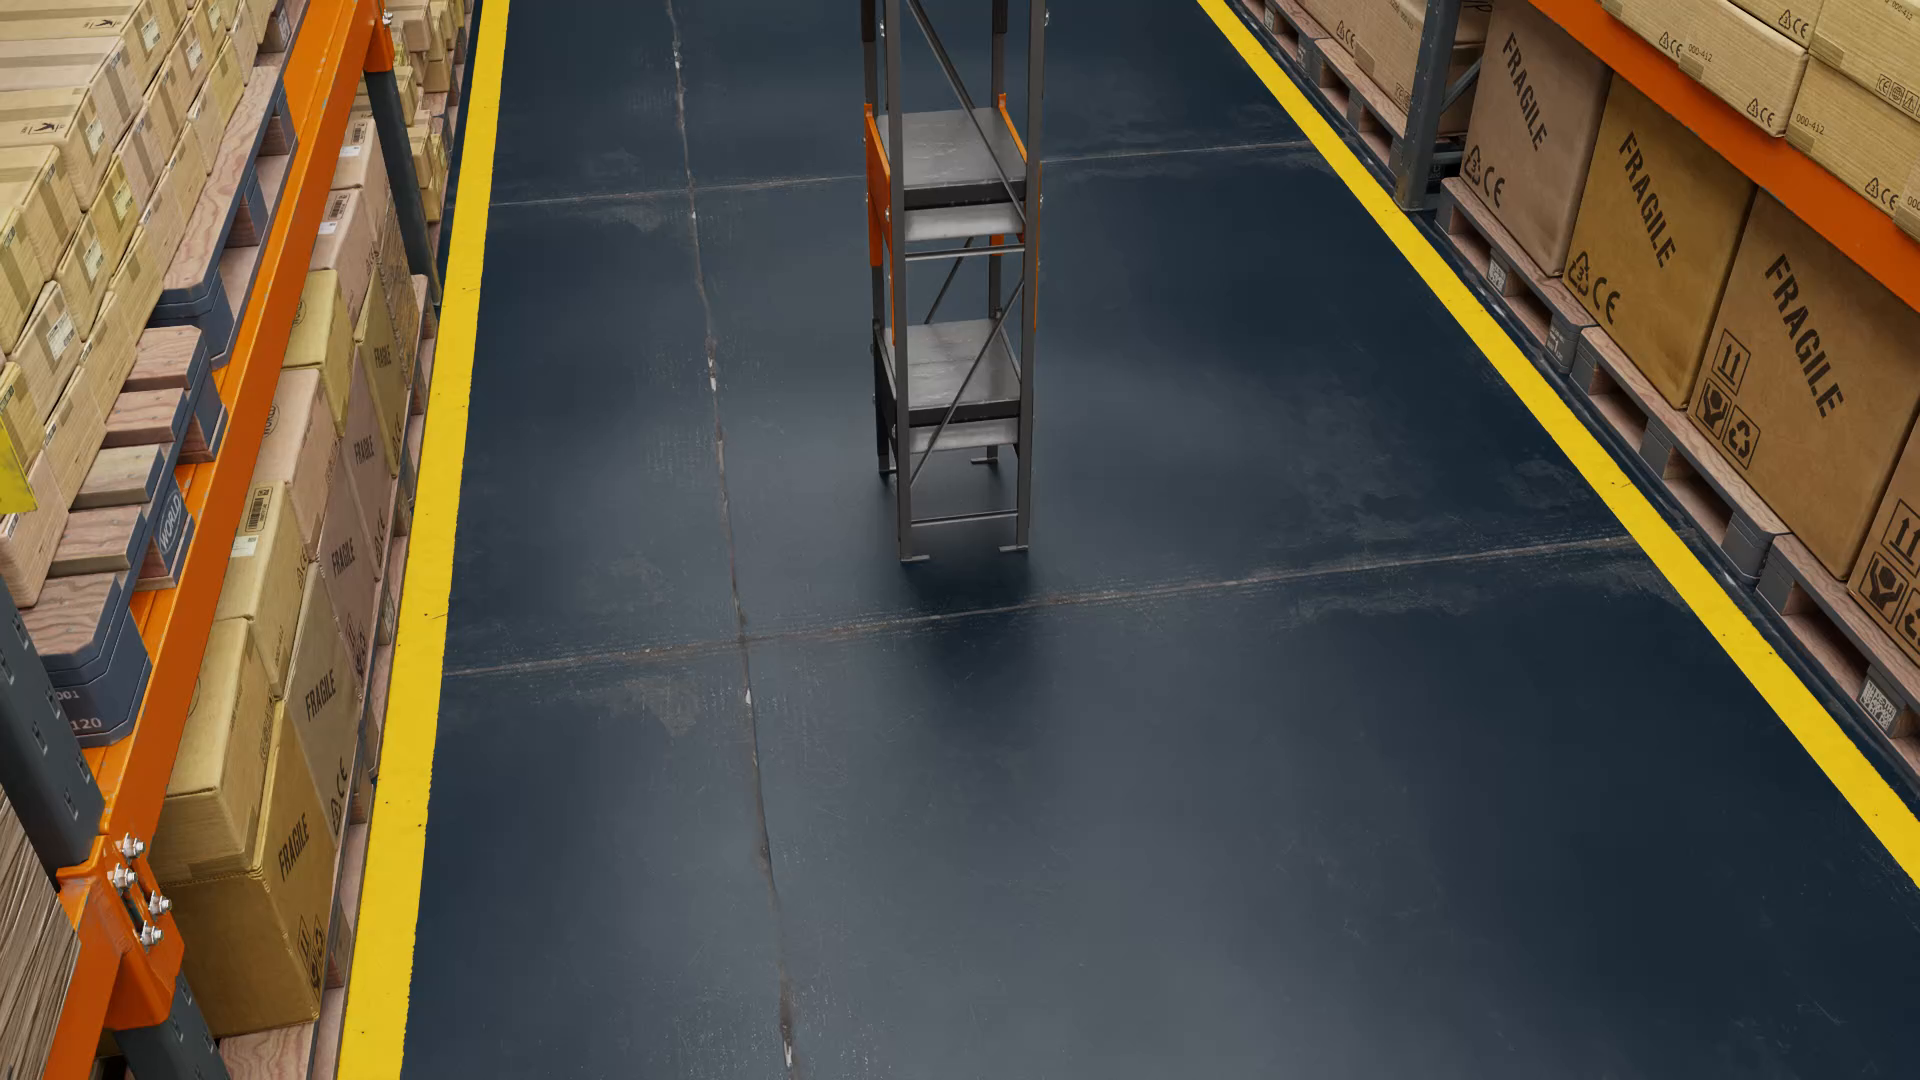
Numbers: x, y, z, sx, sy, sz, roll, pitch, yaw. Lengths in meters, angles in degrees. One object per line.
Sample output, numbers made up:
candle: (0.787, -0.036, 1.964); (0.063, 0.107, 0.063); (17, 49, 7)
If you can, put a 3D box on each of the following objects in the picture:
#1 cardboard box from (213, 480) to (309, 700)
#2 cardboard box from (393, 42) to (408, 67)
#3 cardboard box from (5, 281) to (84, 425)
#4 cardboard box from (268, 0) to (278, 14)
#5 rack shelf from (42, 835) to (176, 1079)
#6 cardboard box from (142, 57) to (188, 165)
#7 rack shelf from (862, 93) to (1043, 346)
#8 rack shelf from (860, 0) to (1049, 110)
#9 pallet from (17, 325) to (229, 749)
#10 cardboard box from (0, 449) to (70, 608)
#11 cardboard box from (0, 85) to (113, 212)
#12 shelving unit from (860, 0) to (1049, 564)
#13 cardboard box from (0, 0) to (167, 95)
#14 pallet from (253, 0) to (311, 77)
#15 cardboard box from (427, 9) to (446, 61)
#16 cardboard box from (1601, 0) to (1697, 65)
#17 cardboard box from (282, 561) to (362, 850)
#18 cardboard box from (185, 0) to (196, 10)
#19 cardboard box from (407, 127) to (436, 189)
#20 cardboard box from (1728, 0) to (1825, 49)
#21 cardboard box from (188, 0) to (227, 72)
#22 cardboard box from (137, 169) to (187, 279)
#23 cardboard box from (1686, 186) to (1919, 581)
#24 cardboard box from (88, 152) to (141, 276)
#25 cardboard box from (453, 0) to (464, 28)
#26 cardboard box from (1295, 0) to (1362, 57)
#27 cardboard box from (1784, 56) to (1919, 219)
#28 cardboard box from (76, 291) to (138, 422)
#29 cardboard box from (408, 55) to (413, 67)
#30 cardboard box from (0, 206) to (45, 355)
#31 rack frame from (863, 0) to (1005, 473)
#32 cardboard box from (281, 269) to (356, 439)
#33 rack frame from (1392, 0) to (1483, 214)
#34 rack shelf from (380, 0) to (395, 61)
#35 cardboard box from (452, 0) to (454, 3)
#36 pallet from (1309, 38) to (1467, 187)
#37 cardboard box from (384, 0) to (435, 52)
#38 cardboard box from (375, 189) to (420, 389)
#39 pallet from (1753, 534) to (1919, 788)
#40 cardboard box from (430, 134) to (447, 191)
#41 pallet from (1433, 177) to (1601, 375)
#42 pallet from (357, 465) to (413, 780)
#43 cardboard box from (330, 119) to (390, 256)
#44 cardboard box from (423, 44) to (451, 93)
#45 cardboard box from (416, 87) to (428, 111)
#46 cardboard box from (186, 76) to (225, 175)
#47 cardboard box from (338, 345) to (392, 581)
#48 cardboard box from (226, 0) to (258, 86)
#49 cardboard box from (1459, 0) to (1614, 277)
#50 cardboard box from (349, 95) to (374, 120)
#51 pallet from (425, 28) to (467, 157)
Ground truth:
cardboard box: (-1.772, 0.133, 3.718); (0.500, 0.250, 0.500); (-7, 38, -9)
cardboard box: (-2.441, -1.885, 6.728); (0.380, 0.149, 0.250); (-7, 38, -9)
cardboard box: (-1.738, -0.305, 2.818); (0.380, 0.149, 0.250); (-4, 38, -6)
cardboard box: (-2.150, -1.600, 4.727); (0.380, 0.149, 0.250); (-6, 38, -8)
rack shelf: (-1.450, 1.848, 1.012); (1.077, 0.370, 4.000); (-6, 38, -8)
cardboard box: (-1.915, -0.919, 3.608); (0.380, 0.149, 0.250); (-7, 38, -8)
rack shelf: (-0.029, -0.918, 4.743); (0.431, 0.518, 0.480); (-6, 38, -8)
rack shelf: (-0.029, -1.471, 4.313); (0.431, 0.518, 0.480); (-6, 38, -8)
pallet: (-2.031, 0.013, 2.945); (1.213, 0.211, 1.003); (-6, 38, -8)
cardboard box: (-1.681, -0.002, 2.671); (0.380, 0.149, 0.250); (-7, 38, -9)
cardboard box: (-1.825, -0.716, 3.104); (0.380, 0.149, 0.250); (-8, 39, -10)
shelving unit: (-0.029, -0.929, 4.735); (0.431, 2.100, 0.503); (-6, 38, -8)
cardboard box: (-1.923, -1.039, 3.520); (0.380, 0.149, 0.250); (-5, 38, -7)
pallet: (-2.511, -1.507, 4.901); (1.003, 0.211, 1.213); (-6, 38, -8)
cardboard box: (-2.513, -2.248, 7.438); (0.380, 0.149, 0.250); (-7, 38, -8)
cardboard box: (2.337, -1.676, 5.085); (0.500, 0.250, 0.500); (-7, 38, -8)
cardboard box: (-1.765, 0.420, 3.960); (0.500, 0.500, 0.500); (-6, 38, -7)
cardboard box: (-2.012, -1.353, 3.924); (0.380, 0.149, 0.250); (-8, 39, -10)
cardboard box: (-2.251, -1.471, 6.437); (0.380, 0.149, 0.250); (-5, 38, -6)
cardboard box: (2.425, -1.571, 4.541); (0.500, 0.250, 0.500); (-7, 38, -9)
cardboard box: (-2.003, -1.229, 4.007); (0.380, 0.149, 0.250); (-6, 38, -8)
cardboard box: (-1.873, -0.651, 3.505); (0.380, 0.149, 0.250); (-5, 38, -6)
cardboard box: (2.863, -0.529, 4.876); (0.875, 0.875, 0.875); (-6, 38, -7)
cardboard box: (-1.832, -0.618, 3.221); (0.380, 0.149, 0.250); (-6, 38, -8)
cardboard box: (-2.637, -2.612, 8.149); (0.380, 0.149, 0.250); (-8, 39, -10)
cardboard box: (2.192, -2.739, 8.076); (0.875, 0.438, 0.875); (-7, 38, -9)
cardboard box: (2.533, -1.068, 4.302); (0.500, 0.250, 0.500); (-7, 38, -8)
cardboard box: (-1.775, -0.327, 3.089); (0.380, 0.149, 0.250); (-4, 38, -6)
cardboard box: (-2.506, -1.920, 7.016); (0.380, 0.149, 0.250); (-8, 39, -10)
cardboard box: (-1.741, -0.407, 2.707); (0.380, 0.149, 0.250); (-7, 38, -9)
rack frame: (-0.072, -1.077, 4.924); (0.400, 2.100, 0.015); (-6, 38, -8)
cardboard box: (-1.939, -0.482, 4.510); (0.500, 0.250, 0.500); (-8, 39, -10)
rack frame: (2.354, -2.653, 6.220); (1.000, 3.000, 0.127); (-6, 38, -8)
rack shelf: (-2.853, -2.984, 7.232); (1.077, 0.370, 4.000); (-6, 38, -8)
cardboard box: (-2.607, -2.563, 7.843); (0.380, 0.149, 0.250); (-4, 38, -6)
pallet: (2.297, -2.020, 7.678); (1.003, 0.211, 1.213); (-6, 38, -8)
cardboard box: (-2.474, -2.203, 7.137); (0.380, 0.149, 0.250); (-5, 38, -7)
cardboard box: (-2.124, -0.819, 5.554); (0.500, 0.500, 0.500); (-7, 38, -9)
pallet: (2.991, 0.380, 4.589); (1.003, 0.211, 1.213); (-6, 38, -8)
cardboard box: (-2.296, -1.515, 6.737); (0.380, 0.149, 0.250); (-5, 38, -7)
pallet: (2.563, -1.094, 6.486); (1.003, 0.211, 1.213); (-6, 38, -8)
pallet: (-2.147, 0.250, 4.756); (1.003, 0.211, 1.213); (-6, 38, -8)
cardboard box: (-2.123, -1.112, 5.320); (0.500, 0.250, 0.500); (-7, 38, -9)
cardboard box: (-2.517, -2.134, 7.533); (0.380, 0.149, 0.250); (-7, 38, -9)
cardboard box: (-2.485, -1.807, 7.113); (0.380, 0.149, 0.250); (-7, 38, -9)
cardboard box: (-1.959, -0.960, 3.904); (0.380, 0.149, 0.250); (-7, 38, -9)
cardboard box: (-1.949, -0.198, 4.756); (0.500, 0.500, 0.500); (-7, 38, -9)
cardboard box: (-2.052, -1.281, 4.317); (0.380, 0.149, 0.250); (-8, 39, -10)
cardboard box: (2.541, -1.614, 6.272); (0.875, 0.875, 0.875); (-5, 38, -7)
cardboard box: (-2.359, -1.565, 6.316); (0.380, 0.149, 0.250); (-5, 38, -6)
pallet: (-2.872, -2.099, 7.780); (1.003, 0.211, 1.213); (-6, 38, -8)
